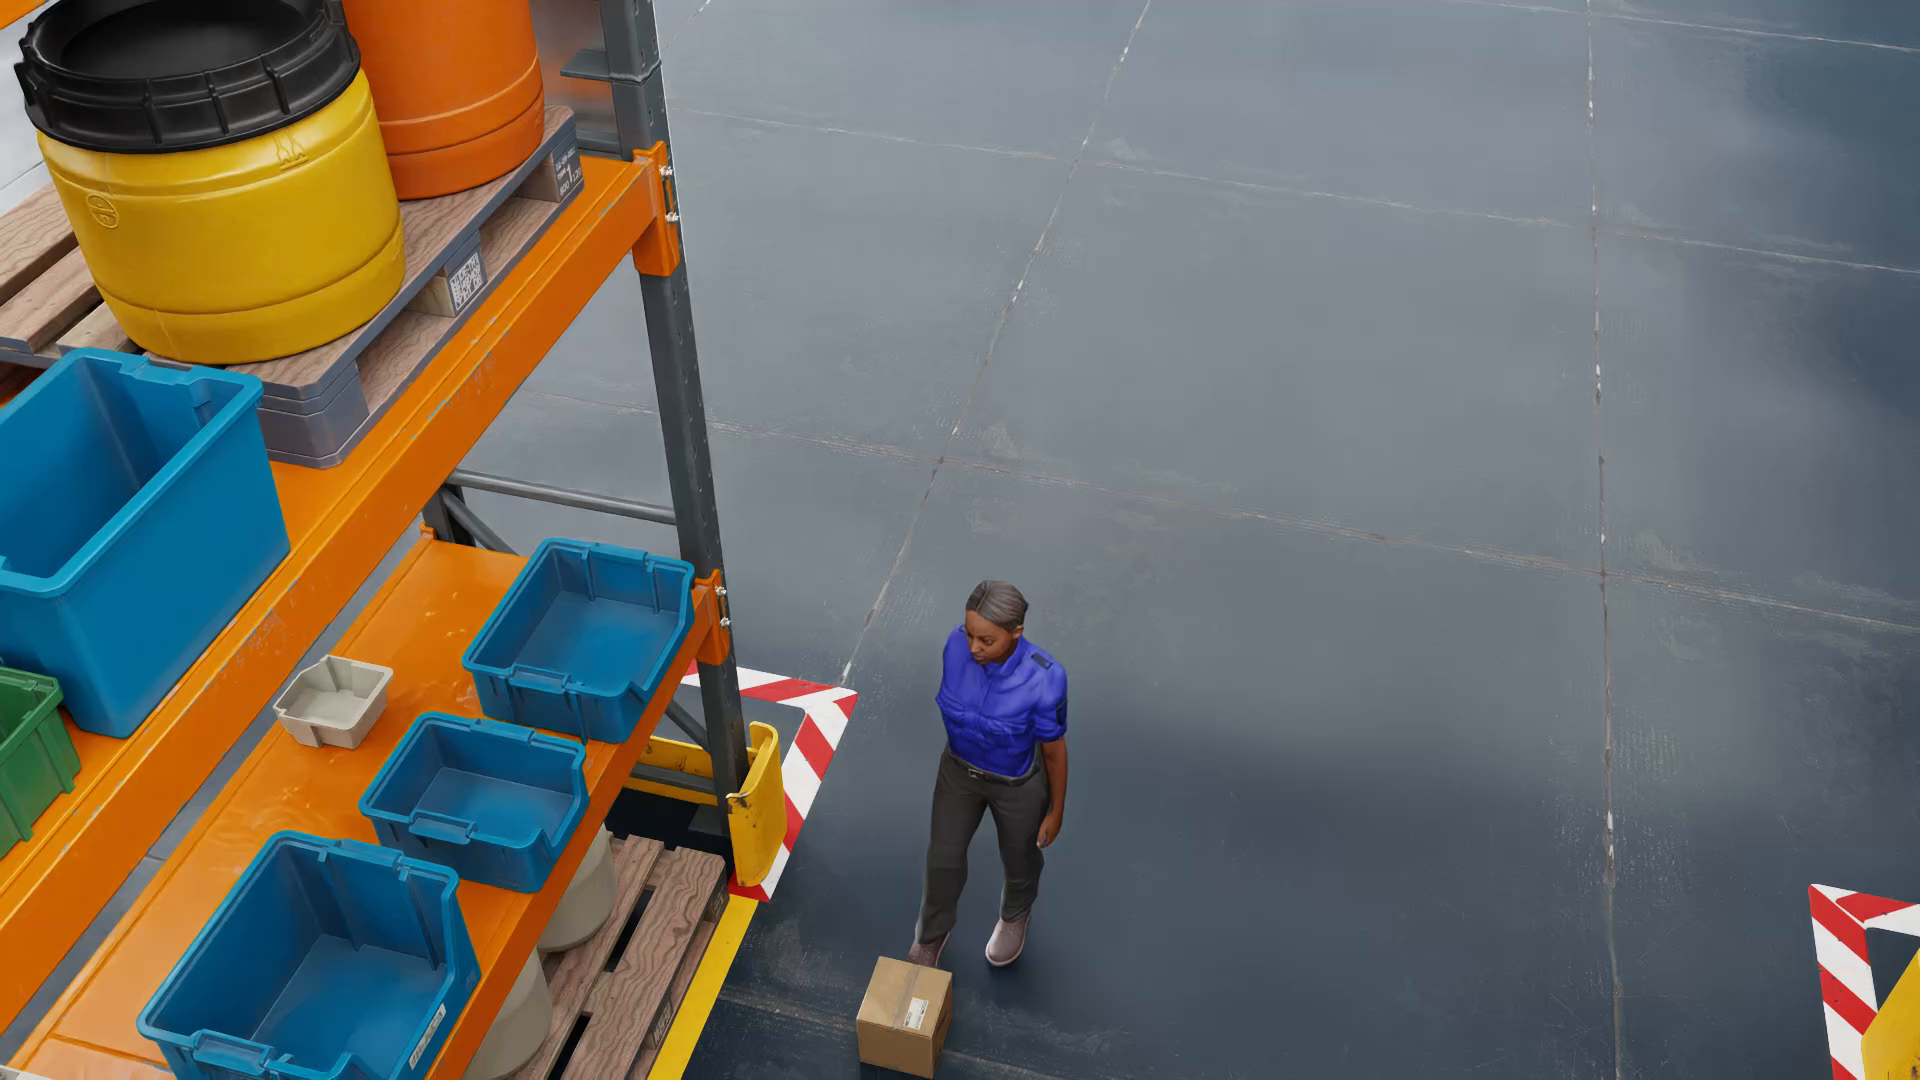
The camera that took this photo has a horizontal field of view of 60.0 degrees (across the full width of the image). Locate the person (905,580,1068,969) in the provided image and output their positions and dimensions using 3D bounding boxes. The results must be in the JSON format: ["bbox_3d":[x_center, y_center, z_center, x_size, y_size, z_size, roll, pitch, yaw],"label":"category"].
[{"bbox_3d":[0.084,0.824,5.225,0.469,1.675,0.523,18,45,20],"label":"person"}]
